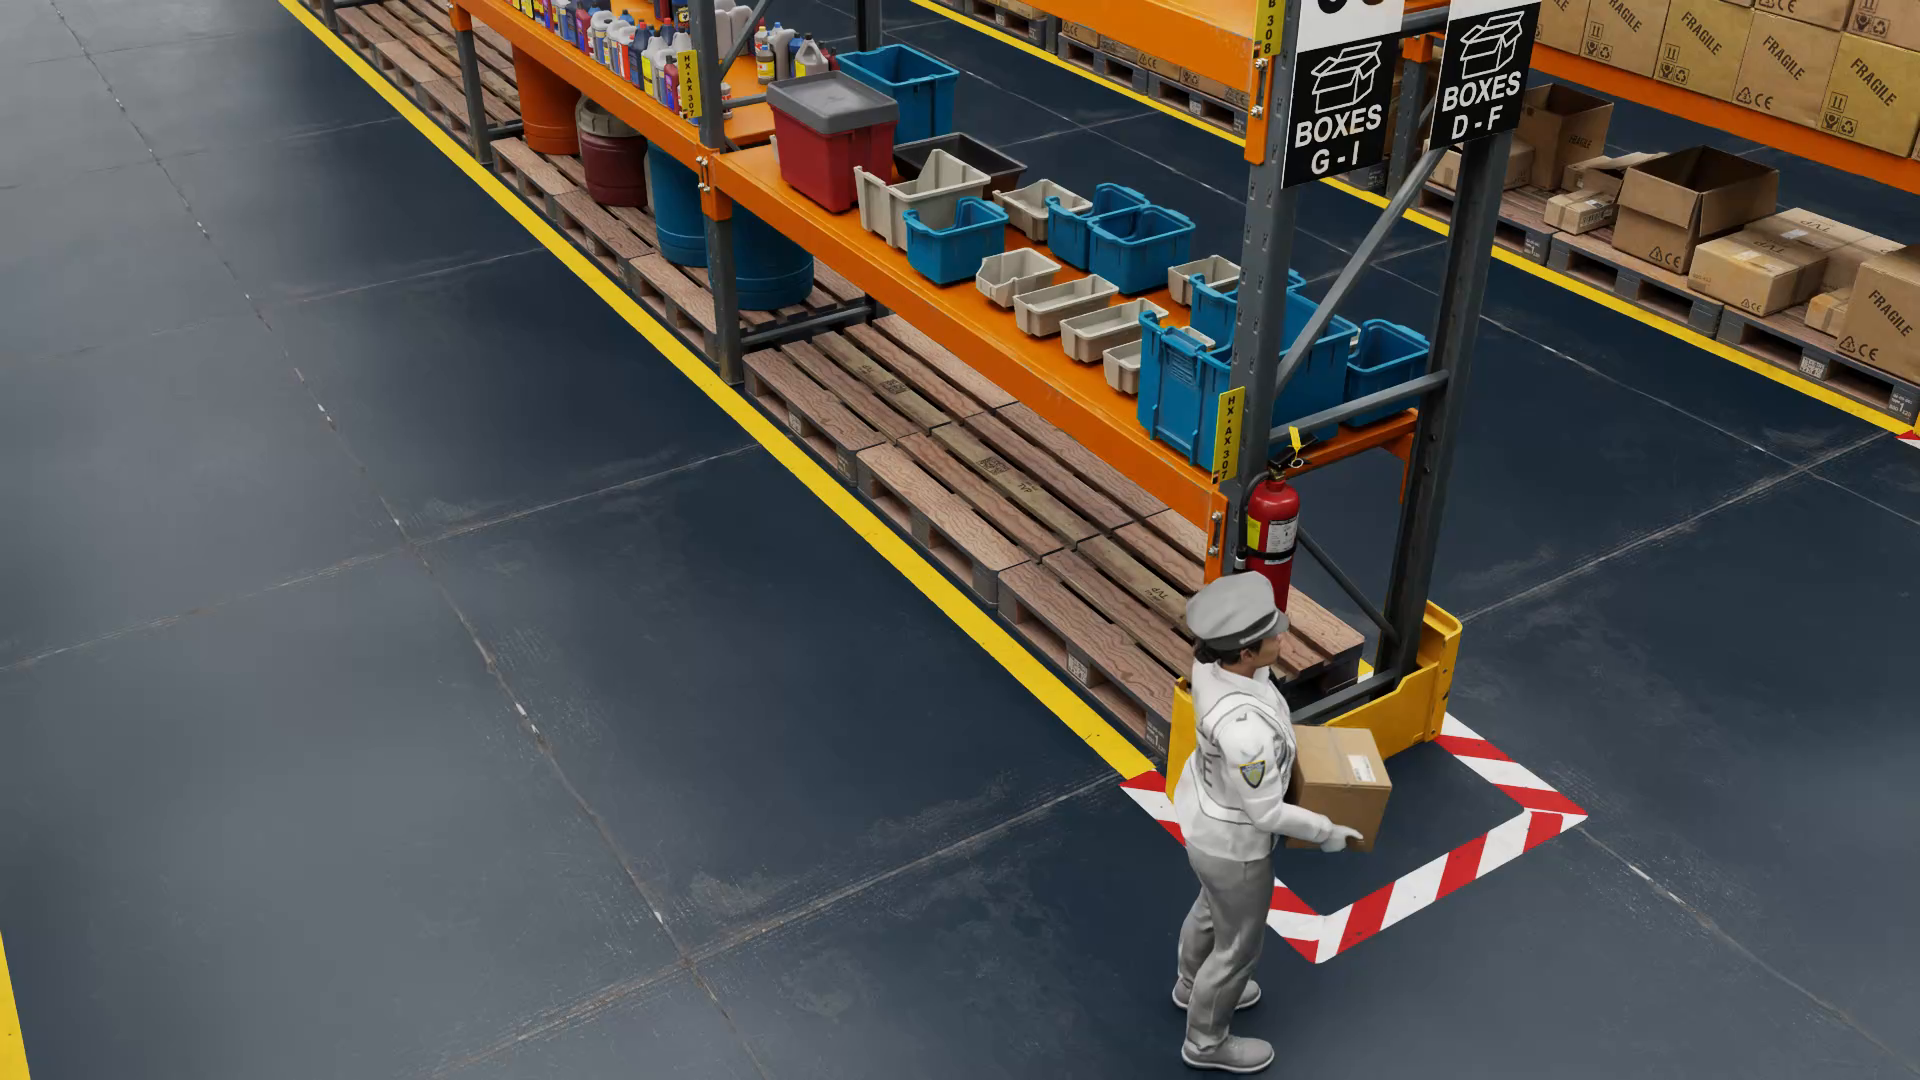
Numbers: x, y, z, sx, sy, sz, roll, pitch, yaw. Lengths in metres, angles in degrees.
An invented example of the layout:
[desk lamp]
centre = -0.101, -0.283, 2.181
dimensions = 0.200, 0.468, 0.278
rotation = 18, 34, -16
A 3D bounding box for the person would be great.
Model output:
[person]
centre = 0.865, 0.828, 4.824
dimensions = 0.529, 1.692, 0.479
rotation = -1, 33, -2
